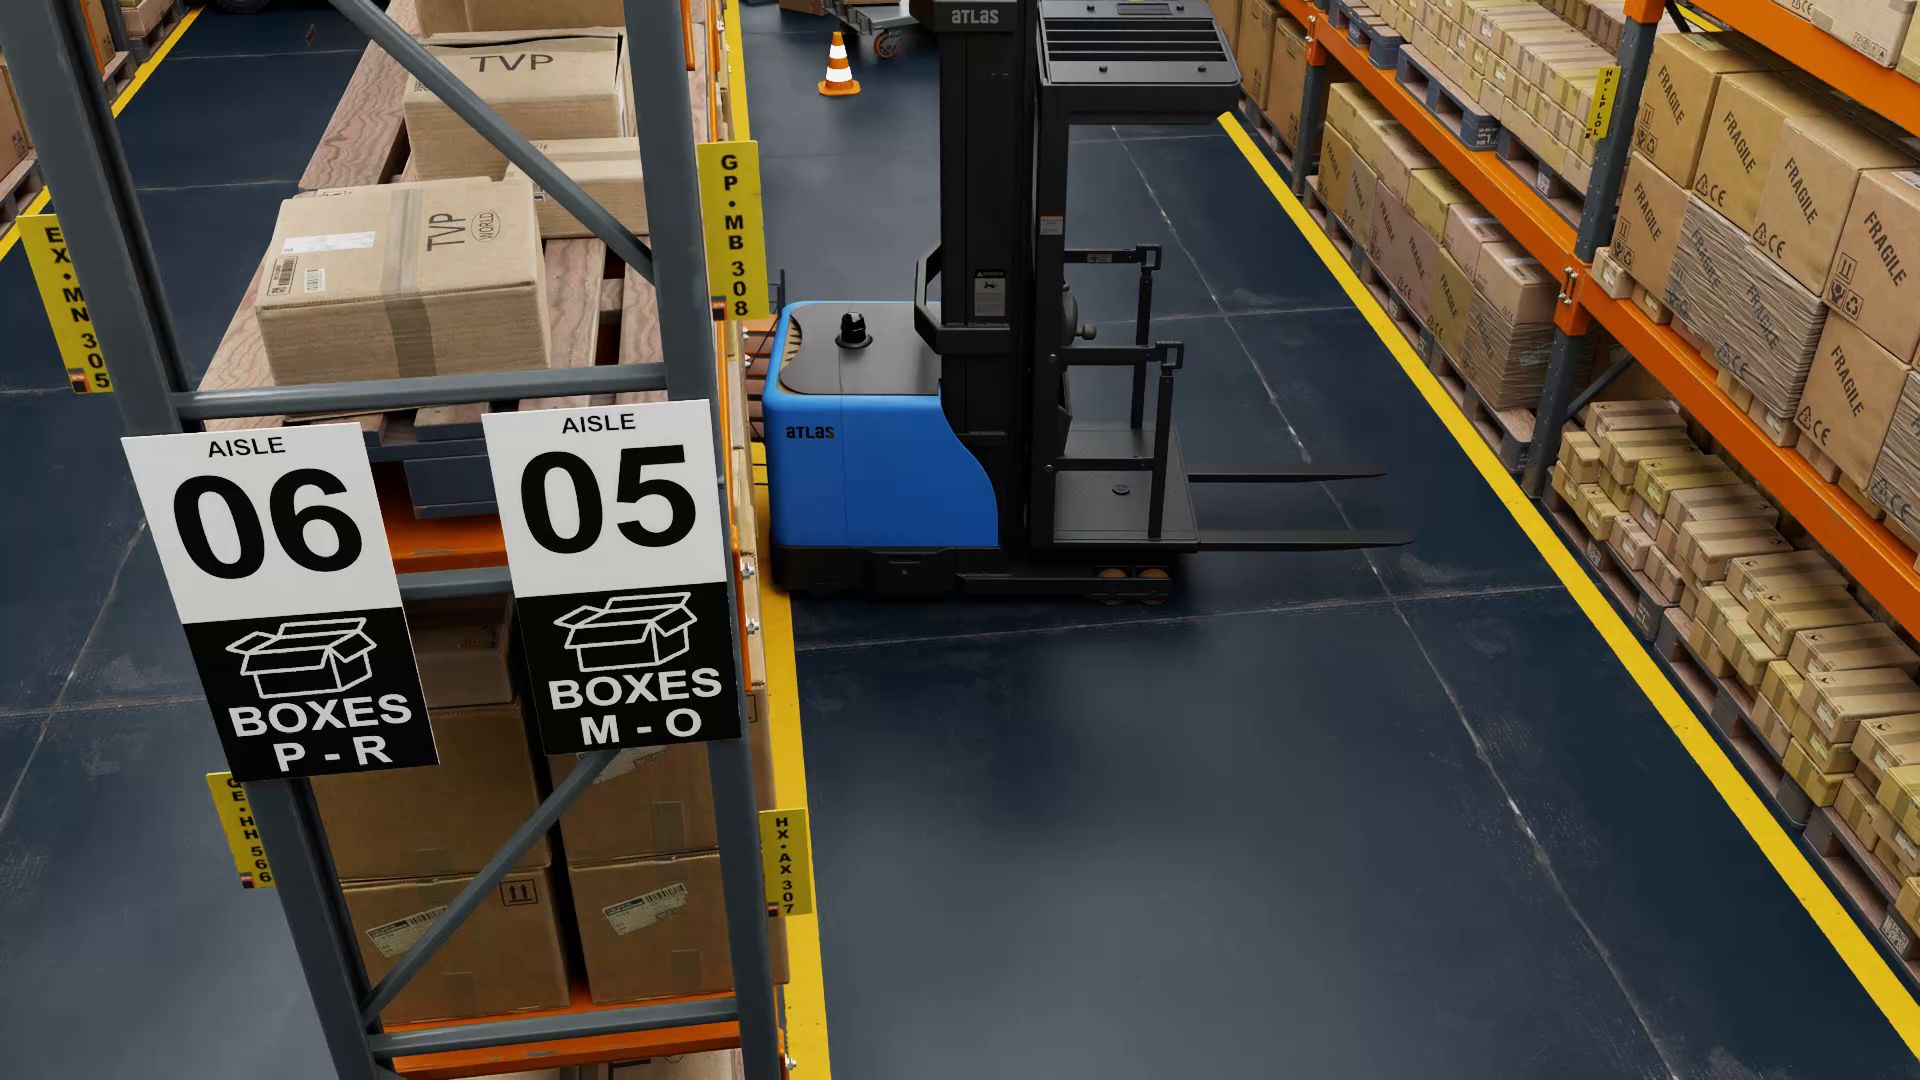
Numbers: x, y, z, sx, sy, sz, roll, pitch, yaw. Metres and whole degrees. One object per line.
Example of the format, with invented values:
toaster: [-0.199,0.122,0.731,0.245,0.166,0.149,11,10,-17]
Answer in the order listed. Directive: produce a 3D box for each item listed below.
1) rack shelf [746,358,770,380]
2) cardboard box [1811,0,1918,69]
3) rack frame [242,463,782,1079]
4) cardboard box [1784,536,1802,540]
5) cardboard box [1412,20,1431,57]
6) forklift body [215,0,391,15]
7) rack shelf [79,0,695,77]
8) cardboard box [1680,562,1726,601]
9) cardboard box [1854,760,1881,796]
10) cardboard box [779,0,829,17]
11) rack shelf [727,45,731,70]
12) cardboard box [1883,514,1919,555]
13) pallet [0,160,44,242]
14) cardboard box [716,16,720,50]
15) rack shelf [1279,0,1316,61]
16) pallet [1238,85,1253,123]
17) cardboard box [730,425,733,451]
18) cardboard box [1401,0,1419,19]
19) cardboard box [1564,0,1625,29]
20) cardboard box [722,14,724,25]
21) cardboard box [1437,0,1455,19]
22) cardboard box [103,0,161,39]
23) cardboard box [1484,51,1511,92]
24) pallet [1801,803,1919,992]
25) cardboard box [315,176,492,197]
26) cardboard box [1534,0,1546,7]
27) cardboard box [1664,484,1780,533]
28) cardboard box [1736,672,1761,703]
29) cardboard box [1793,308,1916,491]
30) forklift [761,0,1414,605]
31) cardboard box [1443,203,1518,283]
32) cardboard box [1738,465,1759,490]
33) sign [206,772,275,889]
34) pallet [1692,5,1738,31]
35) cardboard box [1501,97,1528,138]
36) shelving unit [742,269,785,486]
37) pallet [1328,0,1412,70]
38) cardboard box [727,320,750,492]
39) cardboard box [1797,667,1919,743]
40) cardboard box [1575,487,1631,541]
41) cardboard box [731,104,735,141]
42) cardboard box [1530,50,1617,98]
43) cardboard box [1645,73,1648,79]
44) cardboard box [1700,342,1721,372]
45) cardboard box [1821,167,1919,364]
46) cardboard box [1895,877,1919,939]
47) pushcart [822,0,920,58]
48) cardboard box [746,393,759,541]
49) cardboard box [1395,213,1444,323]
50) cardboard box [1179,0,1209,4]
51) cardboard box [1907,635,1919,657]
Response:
rack shelf: [-0.982,-0.820,8.195,0.258,0.103,0.180,2,35,-1]
cardboard box: [3.345,-1.844,5.761,0.500,0.250,0.500,-3,34,-4]
rack frame: [-0.937,1.148,3.902,1.000,3.000,0.127,-4,35,-6]
cardboard box: [3.813,-0.036,7.534,0.380,0.149,0.250,-4,34,-6]
cardboard box: [2.888,-2.953,9.770,0.380,0.149,0.250,-3,34,-5]
forklift body: [-5.944,-6.132,15.338,2.313,2.155,1.214,-4,35,-6]
rack shelf: [-1.206,-1.985,4.165,1.077,0.370,4.000,-4,35,-6]
cardboard box: [3.387,0.167,7.236,0.380,0.149,0.250,-3,34,-4]
cardboard box: [3.595,0.878,6.193,0.380,0.149,0.250,-5,35,-7]
cardboard box: [-1.346,-5.217,15.460,0.500,0.500,0.500,20,39,26]
rack shelf: [-2.281,-4.135,12.293,1.077,0.370,4.000,-4,35,-6]
cardboard box: [3.545,-0.065,5.906,0.380,0.149,0.250,-6,35,-8]
pallet: [-7.003,-2.248,11.362,1.003,0.211,1.213,-4,35,-6]
cardboard box: [-1.345,-2.088,7.673,0.500,0.500,0.500,-5,35,-7]
rack shelf: [2.610,-4.566,12.926,1.077,0.370,4.000,-4,35,-6]
pallet: [2.687,-3.720,13.521,1.003,0.211,1.213,-4,35,-6]
cardboard box: [-0.790,-0.234,4.377,0.380,0.149,0.250,-5,35,-8]
cardboard box: [2.857,-3.215,9.889,0.380,0.149,0.250,-4,35,-6]
cardboard box: [3.605,-2.957,9.248,0.380,0.149,0.250,-3,34,-5]
cardboard box: [-2.377,-3.943,13.332,0.950,0.372,0.625,-2,34,-3]
cardboard box: [2.928,-3.057,9.394,0.380,0.149,0.250,-3,34,-5]
cardboard box: [-7.205,-4.503,14.262,0.500,0.250,0.500,-4,34,-6]
cardboard box: [3.026,-2.498,8.838,0.380,0.149,0.250,-6,35,-9]
pallet: [3.871,1.371,6.051,1.003,0.211,1.213,-4,35,-6]
cardboard box: [-1.222,-0.675,3.674,0.380,0.149,0.250,-7,35,-10]
cardboard box: [3.537,-3.125,9.758,0.380,0.149,0.250,-5,35,-7]
cardboard box: [3.377,-0.109,7.377,0.380,0.149,0.250,-5,35,-8]
cardboard box: [3.473,0.578,6.896,0.380,0.149,0.250,-3,34,-5]
cardboard box: [3.441,-0.528,6.008,0.500,0.500,0.500,-3,34,-4]
forklift: [0.629,-1.210,7.423,3.031,2.935,1.130,0,34,0]
cardboard box: [3.010,-1.650,9.189,0.500,0.250,0.500,-3,34,-4]
cardboard box: [3.837,-0.300,7.657,0.380,0.149,0.250,-5,35,-7]
sign: [-1.476,0.605,3.460,0.100,0.325,0.005,-4,35,-6]
pallet: [7.376,-4.712,14.977,1.003,0.211,1.213,-4,35,-6]
cardboard box: [3.067,-2.216,8.688,0.380,0.149,0.250,-6,35,-9]
shelving unit: [-0.986,-0.758,8.238,0.258,1.200,0.189,2,35,-1]
pallet: [3.080,-3.279,10.568,1.213,0.211,1.003,-4,35,-6]
cardboard box: [-0.940,-0.449,5.268,0.500,0.500,0.500,-4,35,-6]
cardboard box: [3.432,0.625,6.300,0.380,0.149,0.250,-3,34,-5]
cardboard box: [3.183,-0.135,7.943,0.380,0.149,0.250,-3,34,-5]
cardboard box: [-1.454,-2.143,8.864,0.500,0.250,0.500,-5,35,-7]
cardboard box: [3.100,-2.334,8.334,0.380,0.149,0.250,-5,35,-8]
cardboard box: [3.712,-2.396,8.689,0.380,0.149,0.250,-6,35,-8]
cardboard box: [3.358,-0.793,6.974,0.380,0.149,0.250,-6,35,-8]
cardboard box: [3.426,-0.964,5.761,0.500,0.500,0.500,-6,35,-8]
cardboard box: [3.543,1.308,5.826,0.380,0.149,0.250,-3,34,-5]
pushcart: [-0.298,-4.665,14.761,1.648,0.377,0.936,-16,38,-23]
cardboard box: [-1.002,-0.320,5.967,0.500,0.500,0.500,-5,35,-7]
cardboard box: [2.934,-1.623,9.814,0.500,0.500,0.500,-5,35,-7]
cardboard box: [2.514,-4.884,14.378,1.050,0.750,0.750,-5,35,-7]
cardboard box: [4.025,0.424,6.594,0.380,0.149,0.250,-4,34,-6]
